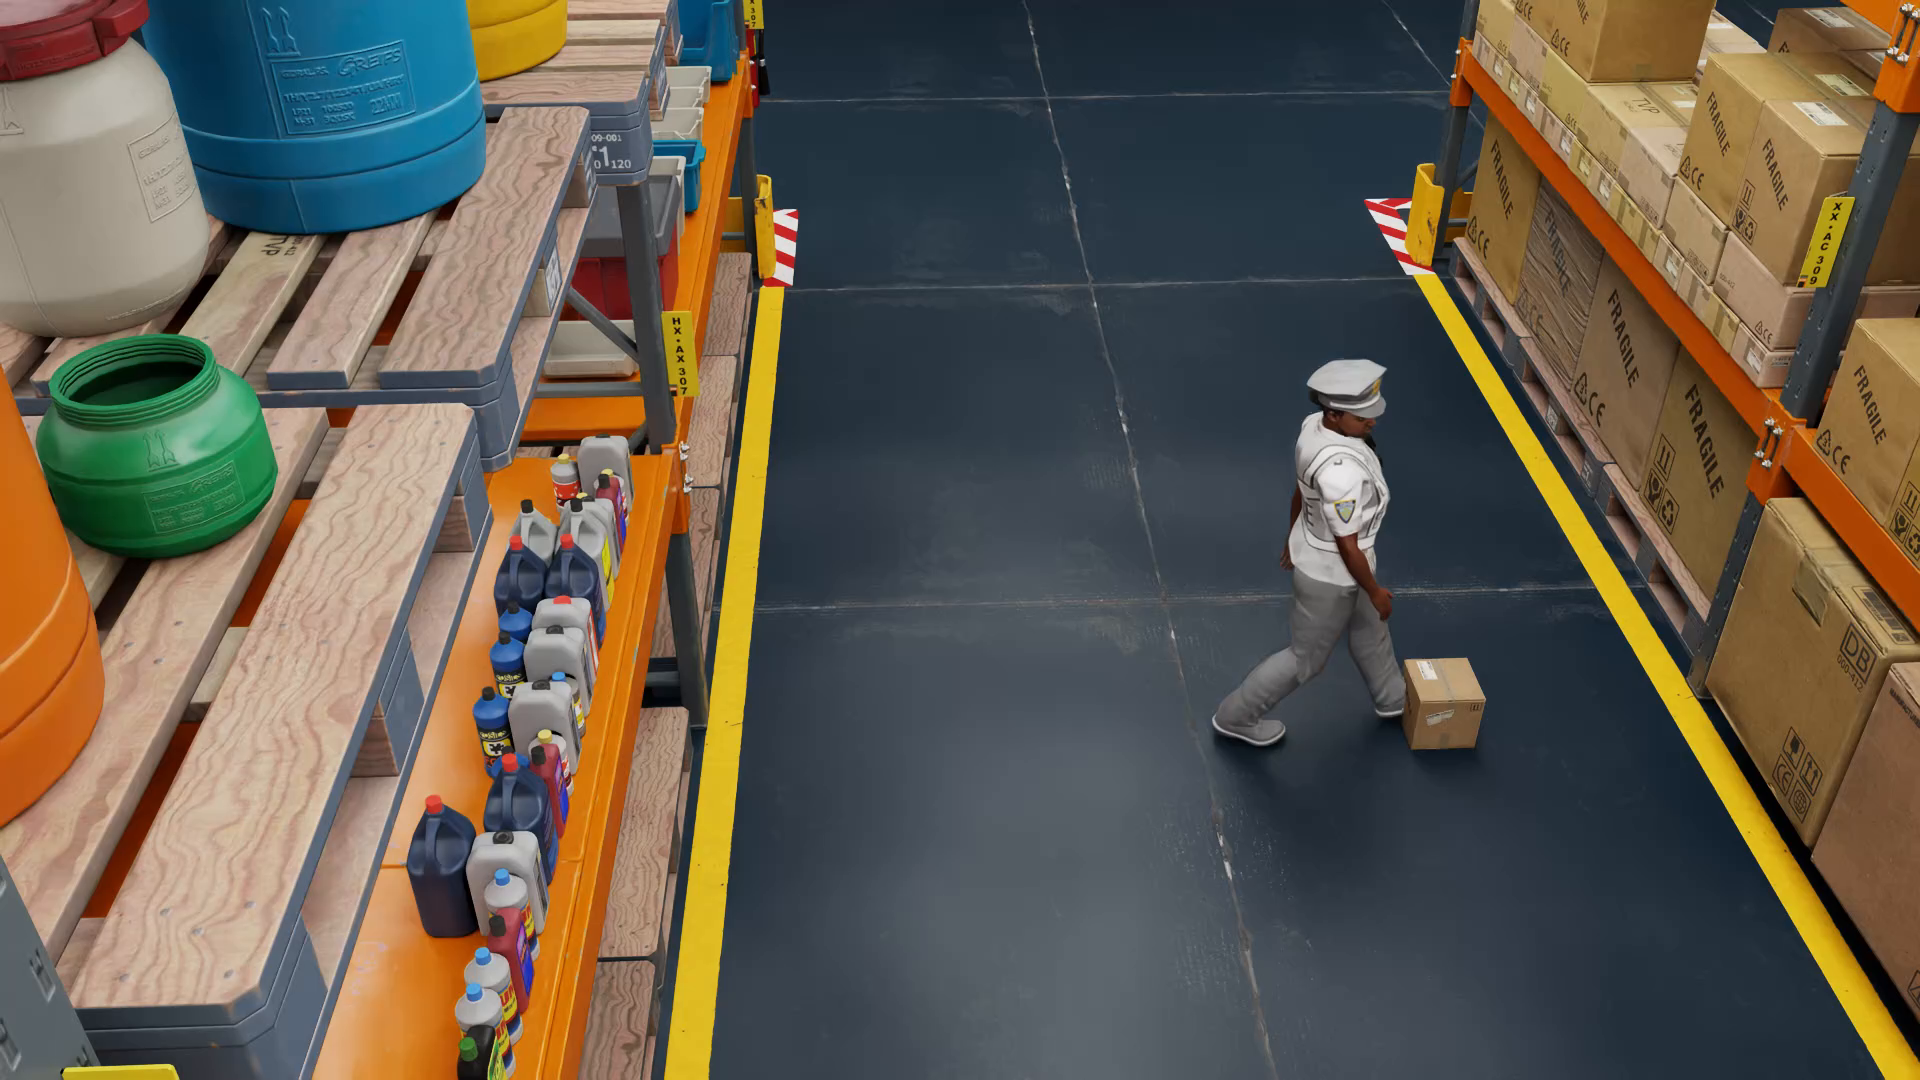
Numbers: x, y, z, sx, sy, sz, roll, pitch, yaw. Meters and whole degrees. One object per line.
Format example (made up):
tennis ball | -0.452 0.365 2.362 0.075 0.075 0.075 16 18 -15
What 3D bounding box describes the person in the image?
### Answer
person | 1.447 0.080 6.039 0.935 1.620 0.474 3 36 5
